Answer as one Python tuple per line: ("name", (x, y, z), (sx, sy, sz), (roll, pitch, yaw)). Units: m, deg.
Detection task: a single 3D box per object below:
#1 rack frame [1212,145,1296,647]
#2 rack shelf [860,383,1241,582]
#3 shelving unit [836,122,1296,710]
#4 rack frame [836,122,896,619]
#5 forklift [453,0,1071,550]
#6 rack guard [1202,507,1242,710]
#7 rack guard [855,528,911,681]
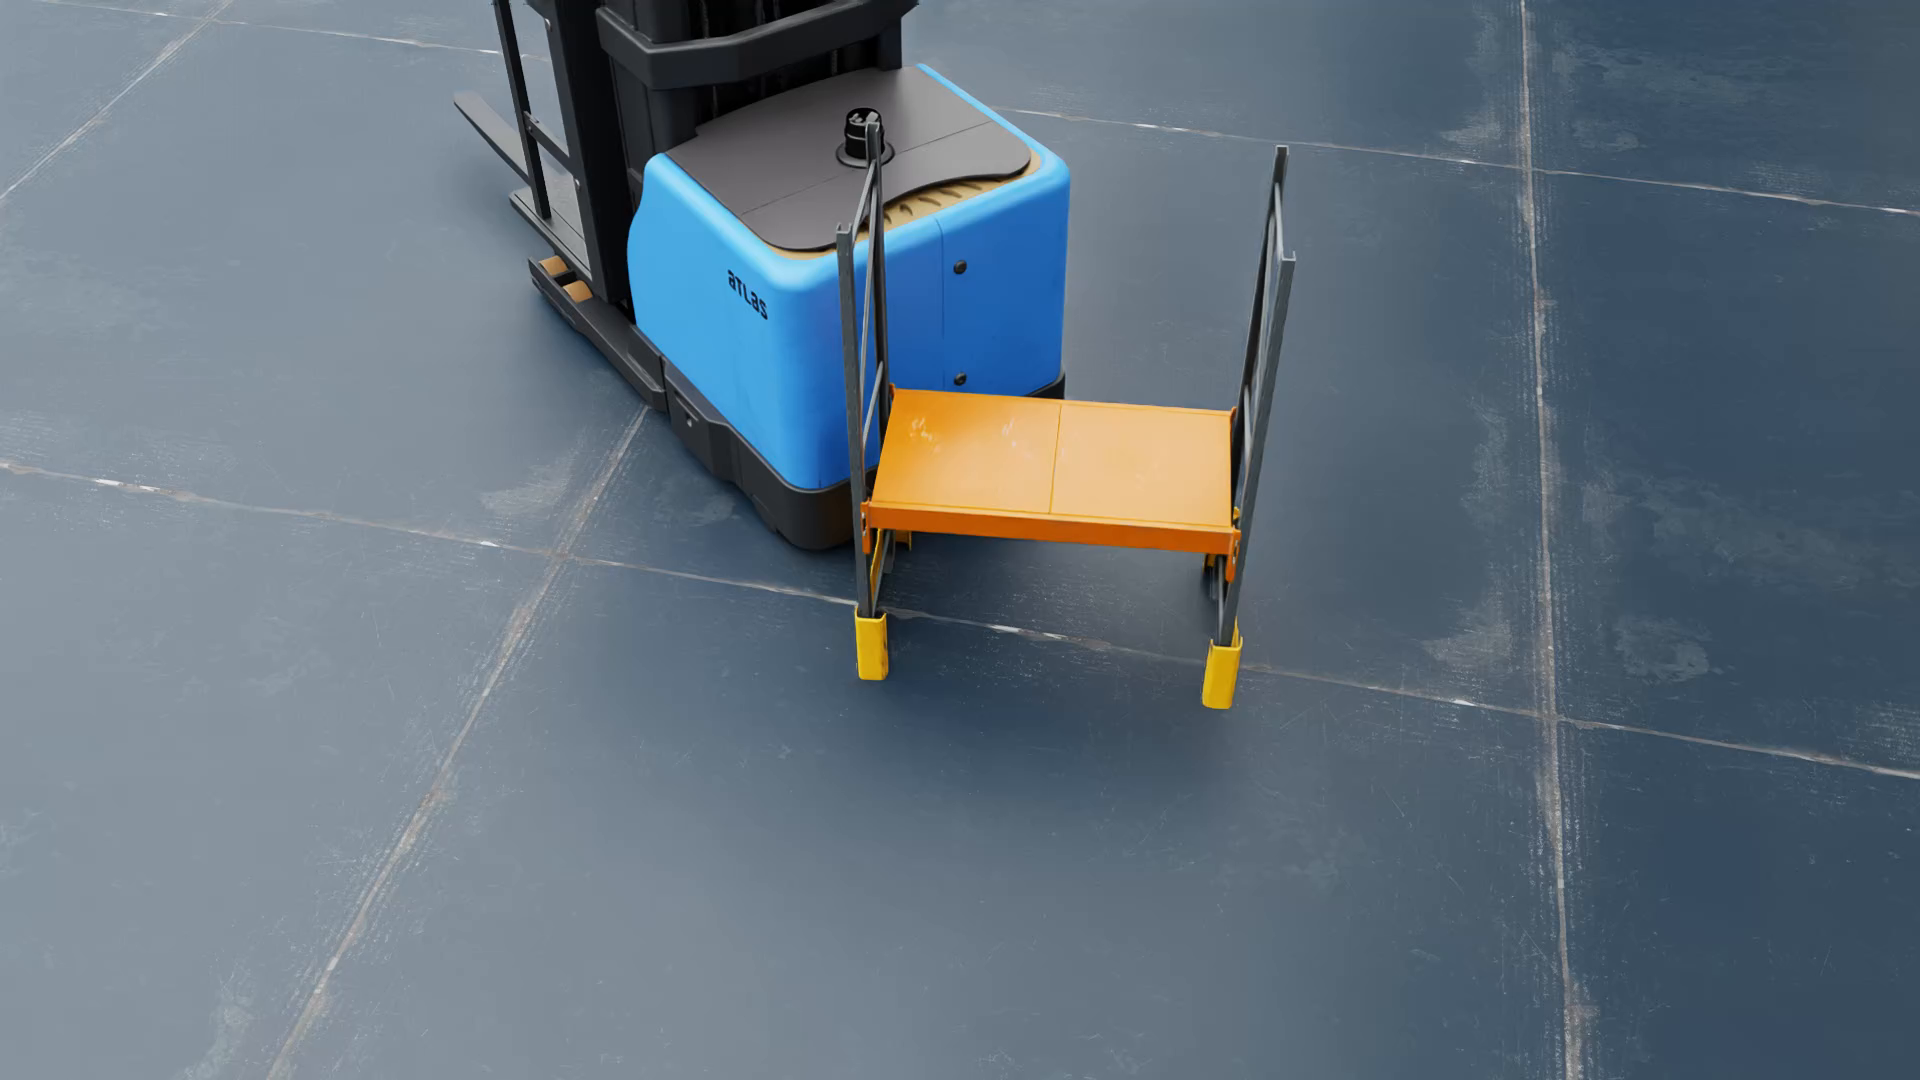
("rack frame", (0.767, -0.260, 4.439), (0.032, 1.500, 0.500), (4, 44, 4))
("rack shelf", (0.262, -0.169, 4.603), (1.000, 0.185, 0.538), (4, 44, 4))
("shelving unit", (0.271, -0.298, 4.478), (1.083, 1.500, 0.587), (4, 44, 4))
("rack frame", (-0.244, -0.337, 4.518), (0.032, 1.500, 0.500), (4, 44, 4))
("forklift", (-0.928, -2.007, 5.222), (1.130, 2.935, 3.031), (-27, 50, -25))
("rack guard", (0.766, 0.190, 4.872), (0.087, 0.250, 0.587), (4, 44, 4))
("rack guard", (-0.224, 0.115, 4.950), (0.087, 0.250, 0.587), (4, 44, 4))
